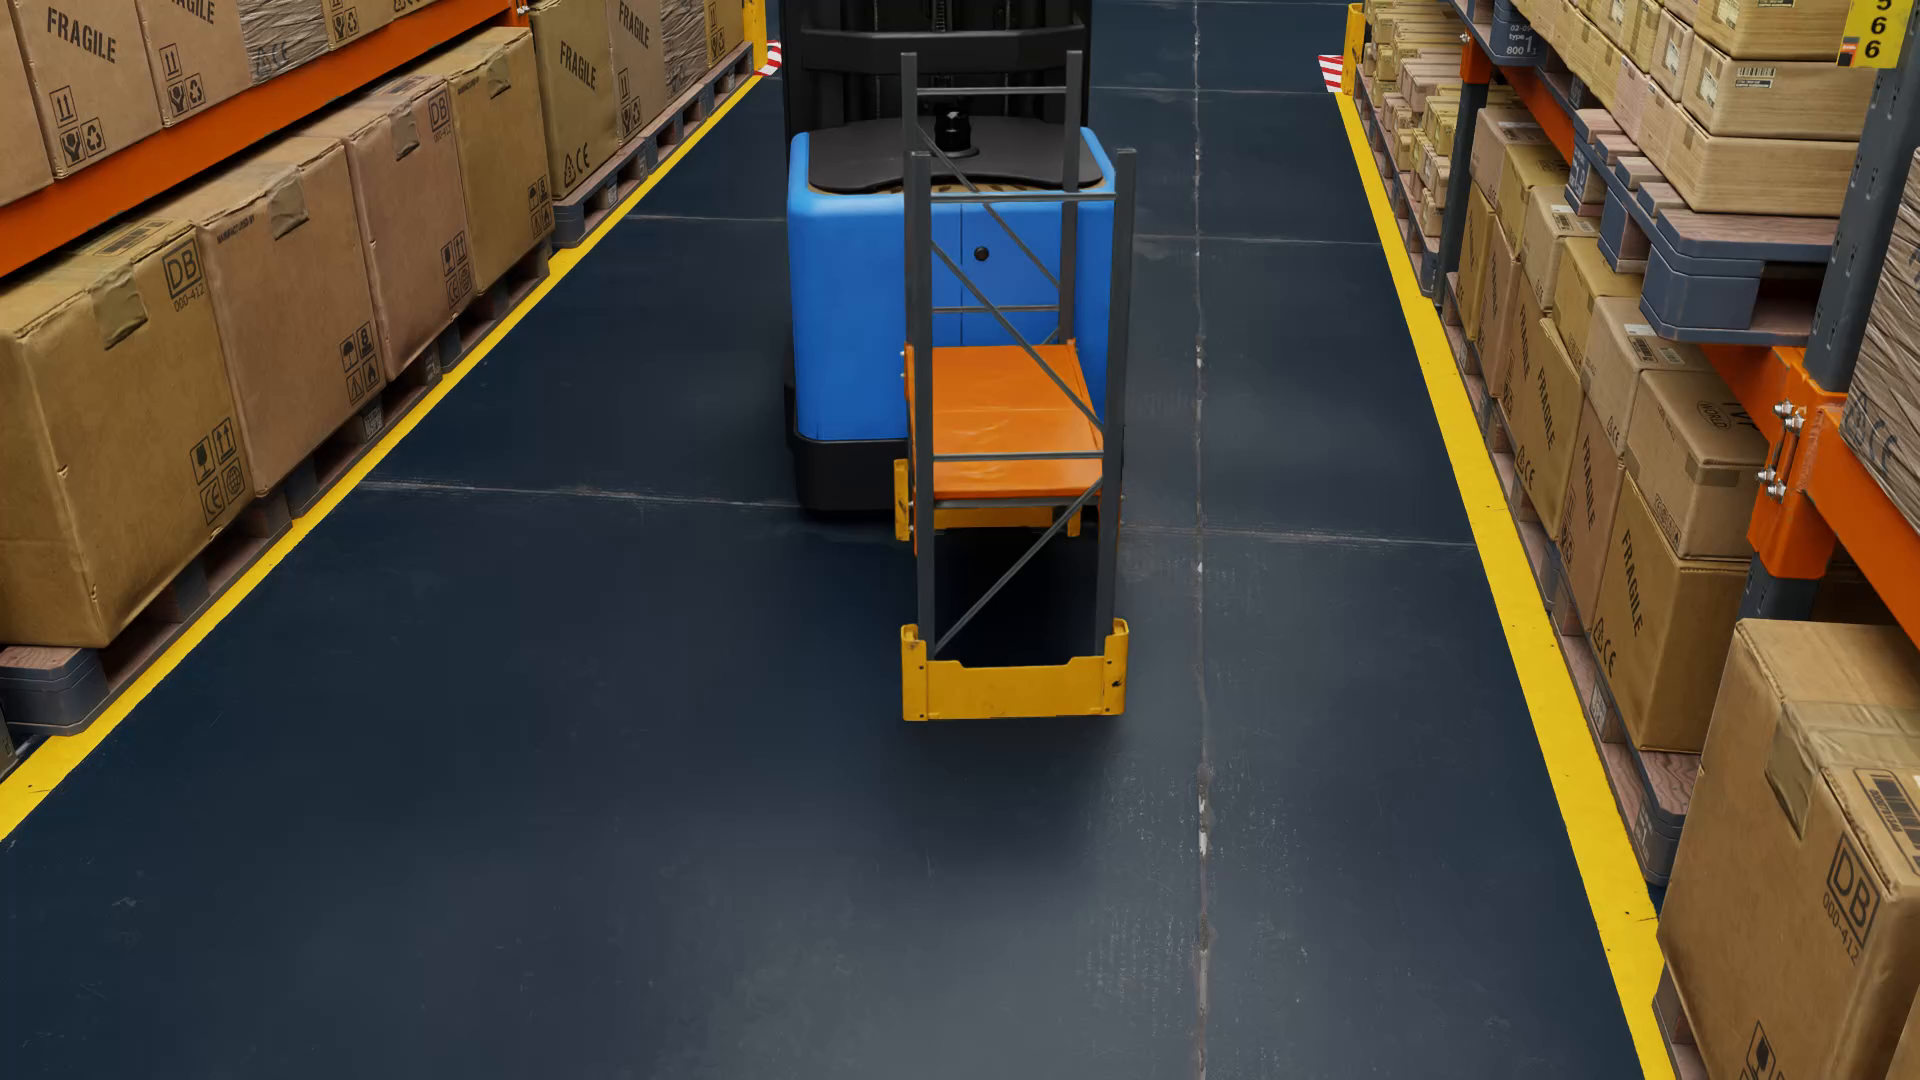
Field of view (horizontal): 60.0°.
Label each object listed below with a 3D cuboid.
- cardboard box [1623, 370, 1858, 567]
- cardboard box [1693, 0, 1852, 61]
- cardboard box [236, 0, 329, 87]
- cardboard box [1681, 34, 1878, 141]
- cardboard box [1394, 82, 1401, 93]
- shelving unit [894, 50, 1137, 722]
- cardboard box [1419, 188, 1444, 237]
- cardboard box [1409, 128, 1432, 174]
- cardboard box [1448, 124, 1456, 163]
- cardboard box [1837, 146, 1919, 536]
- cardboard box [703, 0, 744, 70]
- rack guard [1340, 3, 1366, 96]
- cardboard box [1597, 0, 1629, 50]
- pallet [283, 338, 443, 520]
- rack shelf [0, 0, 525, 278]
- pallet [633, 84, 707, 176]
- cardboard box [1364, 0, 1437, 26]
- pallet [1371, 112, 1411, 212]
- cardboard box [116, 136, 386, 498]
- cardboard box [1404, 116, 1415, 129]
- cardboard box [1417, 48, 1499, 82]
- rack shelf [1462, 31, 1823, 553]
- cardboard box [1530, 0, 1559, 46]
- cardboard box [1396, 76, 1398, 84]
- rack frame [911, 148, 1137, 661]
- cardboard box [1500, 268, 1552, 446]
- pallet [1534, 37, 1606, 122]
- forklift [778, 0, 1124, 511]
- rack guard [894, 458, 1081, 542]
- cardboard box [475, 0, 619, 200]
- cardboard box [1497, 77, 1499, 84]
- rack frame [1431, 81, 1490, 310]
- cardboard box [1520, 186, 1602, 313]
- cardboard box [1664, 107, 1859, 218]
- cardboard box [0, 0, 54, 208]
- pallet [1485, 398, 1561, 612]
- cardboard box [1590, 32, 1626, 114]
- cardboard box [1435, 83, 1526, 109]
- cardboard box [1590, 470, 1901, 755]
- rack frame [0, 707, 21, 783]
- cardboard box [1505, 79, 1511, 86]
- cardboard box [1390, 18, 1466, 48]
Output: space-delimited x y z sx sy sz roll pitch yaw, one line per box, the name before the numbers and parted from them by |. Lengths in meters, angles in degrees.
cardboard box | 1.858 -0.171 3.806 0.500 0.250 0.500 3 28 5
cardboard box | 1.639 -1.013 3.162 0.380 0.149 0.250 2 28 4
cardboard box | -2.363 -1.731 5.196 0.500 0.500 0.500 3 29 6
cardboard box | 1.643 -0.883 3.235 0.380 0.149 0.250 4 29 7
cardboard box | 2.581 -2.402 9.109 0.380 0.149 0.250 3 29 6
shelving unit | 0.115 -0.445 4.495 0.587 1.500 1.083 -1 28 -3
cardboard box | 2.234 -1.436 7.316 0.380 0.149 0.250 4 29 7
cardboard box | 2.283 -1.785 7.649 0.380 0.149 0.250 2 28 4
cardboard box | 2.309 -1.676 7.135 0.380 0.149 0.250 4 29 8
cardboard box | 1.711 -0.267 2.478 0.500 0.500 0.500 4 29 7
cardboard box | -1.895 -3.464 10.315 0.875 0.875 0.875 3 28 6
rack guard | 3.005 -3.049 10.382 1.175 0.500 0.348 3 28 6
cardboard box | 1.734 -1.251 3.918 0.380 0.149 0.250 3 29 6
pallet | -2.553 -0.467 5.894 1.003 0.211 1.213 3 28 6
rack shelf | -2.631 -1.380 5.407 1.077 0.370 4.000 3 28 6
pallet | -2.068 -2.339 9.370 1.003 0.211 1.213 3 28 6
cardboard box | 2.613 -3.150 9.869 0.380 0.149 0.250 2 28 4
pallet | 2.718 -1.968 8.681 1.003 0.211 1.213 3 28 6
cardboard box | -2.654 -0.747 5.272 1.225 0.875 0.875 3 29 6
cardboard box | 2.459 -2.042 8.441 0.380 0.149 0.250 4 29 7
cardboard box | 2.535 -2.405 8.487 0.380 0.149 0.250 3 29 6
rack shelf | 2.279 -1.044 4.783 1.077 0.370 4.000 3 28 6
cardboard box | 1.831 -1.484 4.664 0.380 0.149 0.250 2 28 4
cardboard box | 2.586 -2.523 9.020 0.380 0.149 0.250 2 28 4
rack frame | 0.142 -0.200 4.040 0.500 1.500 0.032 -1 28 -3
cardboard box | 2.056 -0.557 5.315 0.500 0.500 0.500 4 29 7
pallet | 2.236 -1.269 4.645 1.003 0.211 1.213 3 28 6
forklift | -0.104 -2.048 5.962 1.130 2.935 3.031 -2 28 -4
rack guard | 0.088 -0.131 5.229 0.587 0.250 0.087 -1 28 -3
cardboard box | -2.226 -2.193 7.956 0.875 0.875 0.875 3 28 6
cardboard box | 3.036 -2.615 9.191 0.380 0.149 0.250 3 28 6
rack frame | 2.524 -2.302 6.360 1.000 3.000 0.127 3 28 6
cardboard box | 2.042 -0.893 5.148 0.500 0.250 0.500 4 29 8
cardboard box | 1.638 -0.752 3.306 0.380 0.149 0.250 4 29 7
cardboard box | -2.547 -1.012 3.860 0.500 0.500 0.500 4 29 8
pallet | 2.283 -0.132 5.272 1.003 0.211 1.213 3 28 6
cardboard box | 1.736 -1.107 3.965 0.380 0.149 0.250 3 28 6
cardboard box | 2.434 -2.034 7.799 0.380 0.149 0.250 4 29 8
cardboard box | 1.855 0.172 3.962 0.500 0.500 0.500 3 28 6
rack frame | -2.876 -0.755 3.489 1.000 3.000 0.127 3 28 6
cardboard box | 2.920 -2.264 8.226 0.380 0.149 0.250 2 28 4
cardboard box | 2.592 -2.780 9.184 0.380 0.149 0.250 2 28 4
